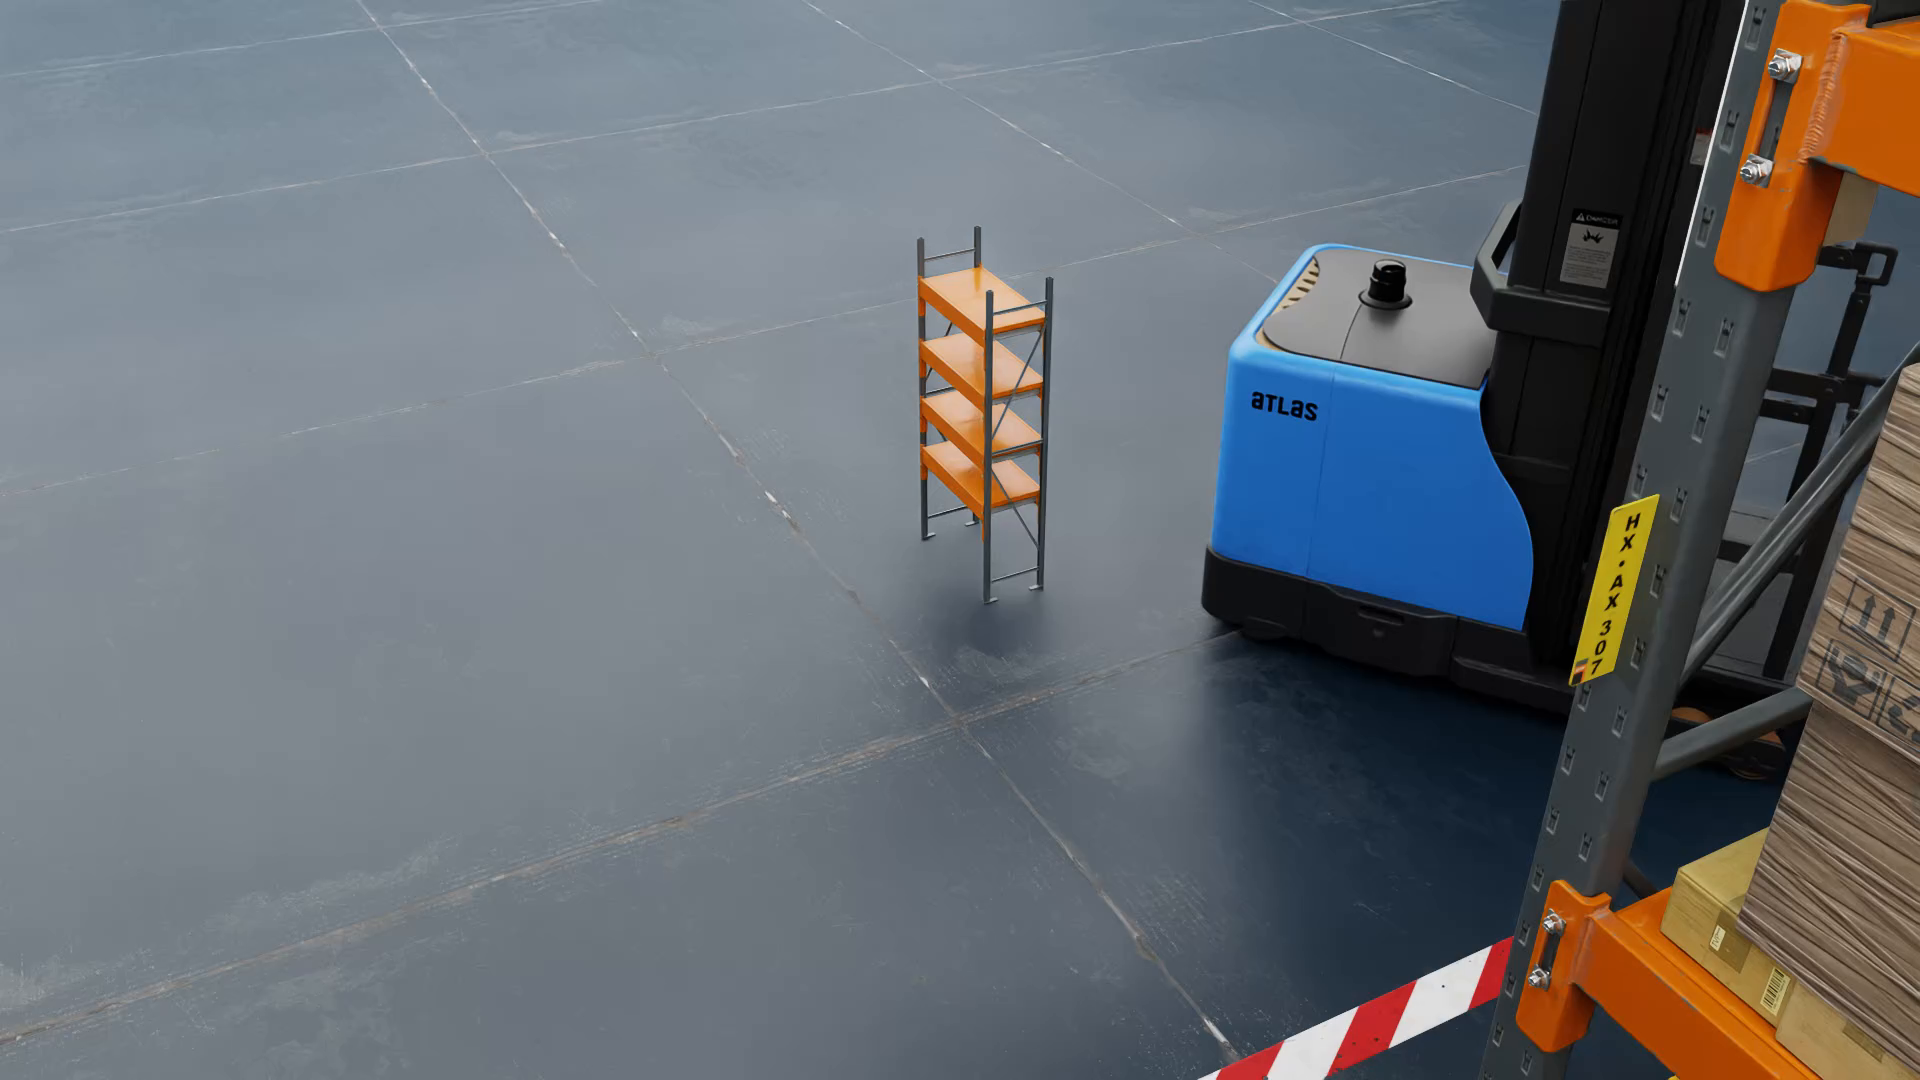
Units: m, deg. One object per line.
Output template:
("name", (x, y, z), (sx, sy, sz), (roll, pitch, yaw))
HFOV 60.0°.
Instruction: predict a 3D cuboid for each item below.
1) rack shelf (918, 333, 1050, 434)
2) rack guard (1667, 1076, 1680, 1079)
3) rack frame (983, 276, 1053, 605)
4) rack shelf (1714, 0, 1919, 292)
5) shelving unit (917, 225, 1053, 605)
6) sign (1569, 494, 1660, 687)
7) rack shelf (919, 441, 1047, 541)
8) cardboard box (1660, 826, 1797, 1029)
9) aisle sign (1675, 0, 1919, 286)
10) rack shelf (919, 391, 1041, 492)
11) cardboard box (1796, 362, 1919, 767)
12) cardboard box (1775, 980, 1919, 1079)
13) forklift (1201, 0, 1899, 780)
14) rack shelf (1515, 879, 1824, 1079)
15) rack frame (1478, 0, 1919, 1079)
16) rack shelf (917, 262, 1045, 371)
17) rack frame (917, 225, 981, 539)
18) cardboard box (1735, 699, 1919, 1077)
("rack shelf", (0.077, -0.558, 5.719), (0.258, 0.148, 0.480), (-16, 36, -23))
("rack guard", (1.516, 1.397, 3.606), (1.175, 0.500, 0.348), (-16, 36, -23))
("rack frame", (0.191, -0.310, 5.621), (0.240, 1.200, 0.015), (-16, 36, -23))
("rack shelf", (2.413, 0.303, 0.883), (1.077, 0.370, 4.000), (-16, 36, -23))
("shelving unit", (0.077, -0.426, 5.803), (0.258, 1.200, 0.503), (-16, 36, -23))
("sign", (1.000, 0.080, 2.541), (0.100, 0.325, 0.005), (-16, 36, -23))
("rack shelf", (0.077, -0.202, 5.946), (0.258, 0.148, 0.480), (-16, 36, -23))
("cardboard box", (1.402, 0.610, 2.750), (0.380, 0.149, 0.250), (-16, 36, -23))
("aisle sign", (1.186, -0.740, 2.215), (0.394, 0.787, 0.004), (-16, 36, -23))
("rack shelf", (0.077, -0.370, 5.839), (0.258, 0.148, 0.480), (-16, 36, -23))
("cardboard box", (1.495, 0.051, 2.094), (0.500, 0.500, 0.500), (-16, 36, -23))
("cardboard box", (1.502, 0.734, 2.556), (0.380, 0.149, 0.250), (-16, 36, -23))
("forklift", (2.394, -0.827, 4.825), (3.031, 2.935, 1.130), (15, 35, 21))
("rack shelf", (2.413, 1.566, 1.692), (1.077, 0.370, 4.000), (-16, 36, -23))
("rack frame", (1.477, 0.309, 2.987), (0.949, 2.616, 0.053), (-16, 36, -23))
("rack shelf", (0.077, -0.757, 5.591), (0.258, 0.148, 0.480), (-16, 36, -23))
("rack frame", (-0.037, -0.543, 5.985), (0.240, 1.200, 0.015), (-16, 36, -23))
("cardboard box", (1.712, 0.410, 2.460), (0.875, 0.500, 0.500), (-16, 36, -23))
